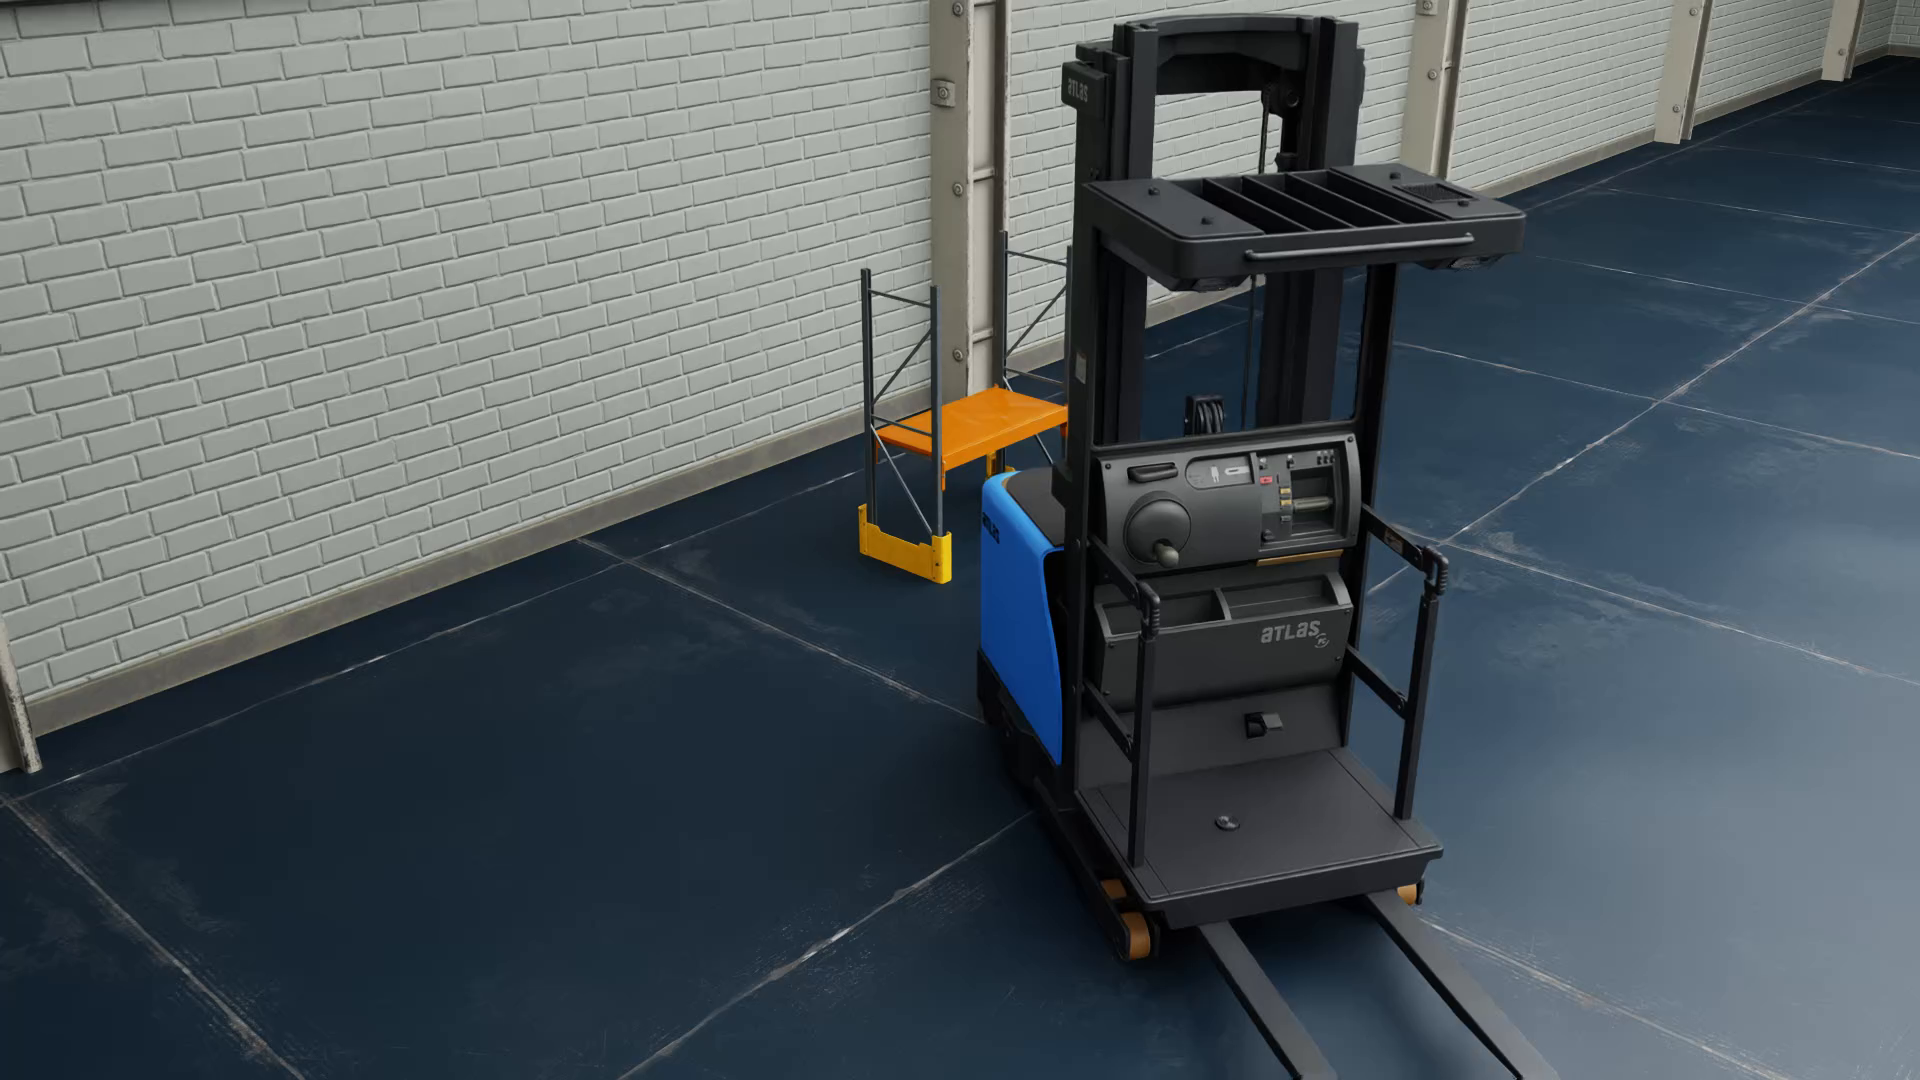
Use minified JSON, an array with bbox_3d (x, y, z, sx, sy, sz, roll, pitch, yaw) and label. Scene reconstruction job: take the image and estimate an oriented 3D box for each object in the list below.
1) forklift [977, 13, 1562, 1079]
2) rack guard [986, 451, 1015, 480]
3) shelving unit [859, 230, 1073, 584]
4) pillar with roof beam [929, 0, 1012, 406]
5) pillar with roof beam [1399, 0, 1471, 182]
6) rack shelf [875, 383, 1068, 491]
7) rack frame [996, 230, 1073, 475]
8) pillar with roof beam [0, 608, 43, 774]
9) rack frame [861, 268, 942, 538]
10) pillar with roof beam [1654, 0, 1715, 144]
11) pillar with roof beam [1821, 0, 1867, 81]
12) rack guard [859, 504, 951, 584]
[{"bbox_3d":[0.977,-0.103,5.397,1.130,2.935,3.031,-7,25,-15],"label":"forklift"},{"bbox_3d":[0.383,-0.289,9.089,0.587,0.250,0.087,20,31,38],"label":"rack guard"},{"bbox_3d":[0.051,-0.708,8.495,0.587,1.500,1.083,20,31,38],"label":"shelving unit"},{"bbox_3d":[3.270,-3.820,6.271,9.100,9.000,0.400,20,31,38],"label":"pillar with roof beam"},{"bbox_3d":[7.274,-5.648,10.348,9.100,9.000,0.400,20,31,38],"label":"pillar with roof beam"},{"bbox_3d":[0.057,-0.546,8.575,0.538,0.185,1.000,20,31,38],"label":"rack shelf"},{"bbox_3d":[0.396,-0.865,8.847,0.500,1.500,0.032,20,31,38],"label":"rack frame"},{"bbox_3d":[-0.735,-1.992,2.194,9.100,9.000,0.400,20,31,38],"label":"pillar with roof beam"},{"bbox_3d":[-0.282,-0.555,8.156,0.500,1.500,0.032,20,31,38],"label":"rack frame"},{"bbox_3d":[11.279,-7.476,14.425,9.100,9.000,0.400,20,31,38],"label":"pillar with roof beam"},{"bbox_3d":[15.283,-9.304,18.502,9.100,9.000,0.400,20,31,38],"label":"pillar with roof beam"},{"bbox_3d":[-0.282,0.014,8.412,0.587,0.250,0.087,20,31,38],"label":"rack guard"}]
